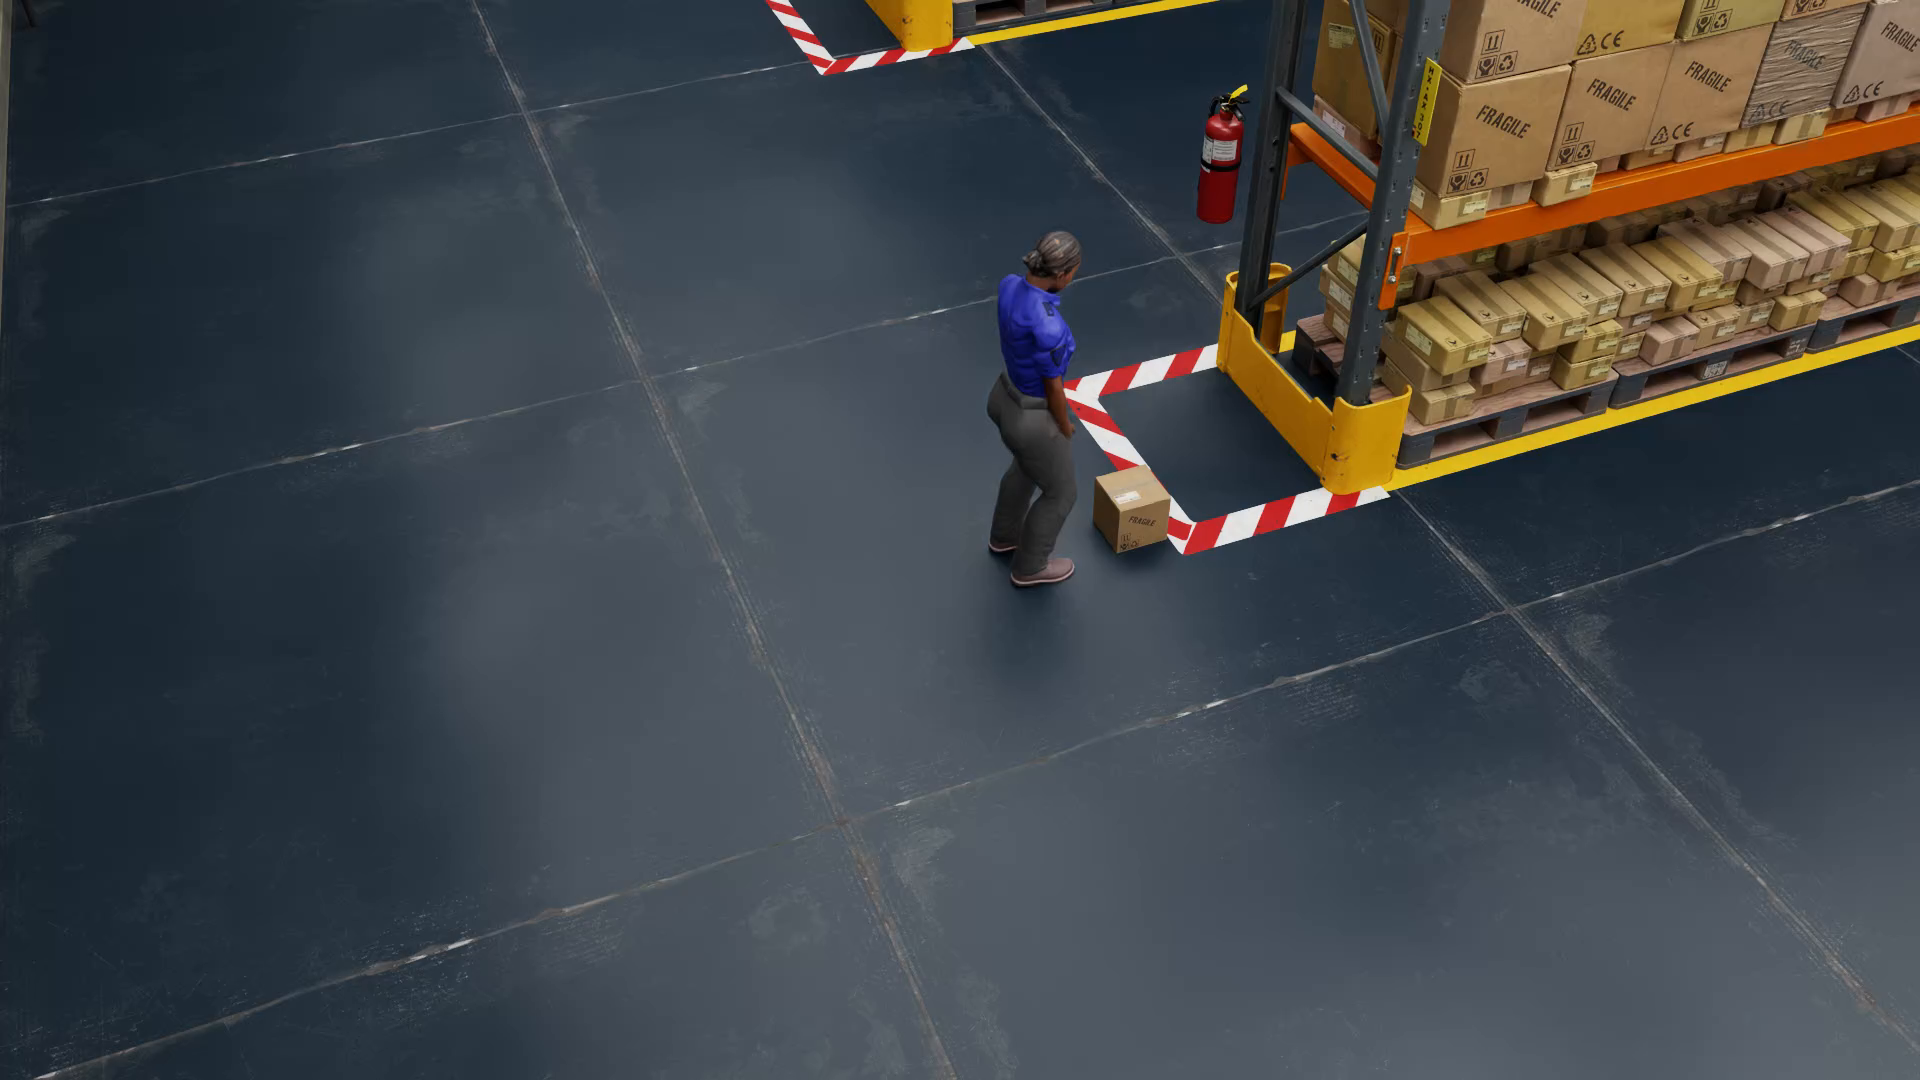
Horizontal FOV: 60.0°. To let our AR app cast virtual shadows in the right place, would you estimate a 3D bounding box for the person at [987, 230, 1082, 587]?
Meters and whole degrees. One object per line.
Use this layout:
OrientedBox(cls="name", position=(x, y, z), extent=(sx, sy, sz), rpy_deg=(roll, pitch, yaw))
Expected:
OrientedBox(cls="person", position=(0.298, -0.533, 6.795), extent=(0.361, 1.617, 0.453), rpy_deg=(-14, 44, -15))
